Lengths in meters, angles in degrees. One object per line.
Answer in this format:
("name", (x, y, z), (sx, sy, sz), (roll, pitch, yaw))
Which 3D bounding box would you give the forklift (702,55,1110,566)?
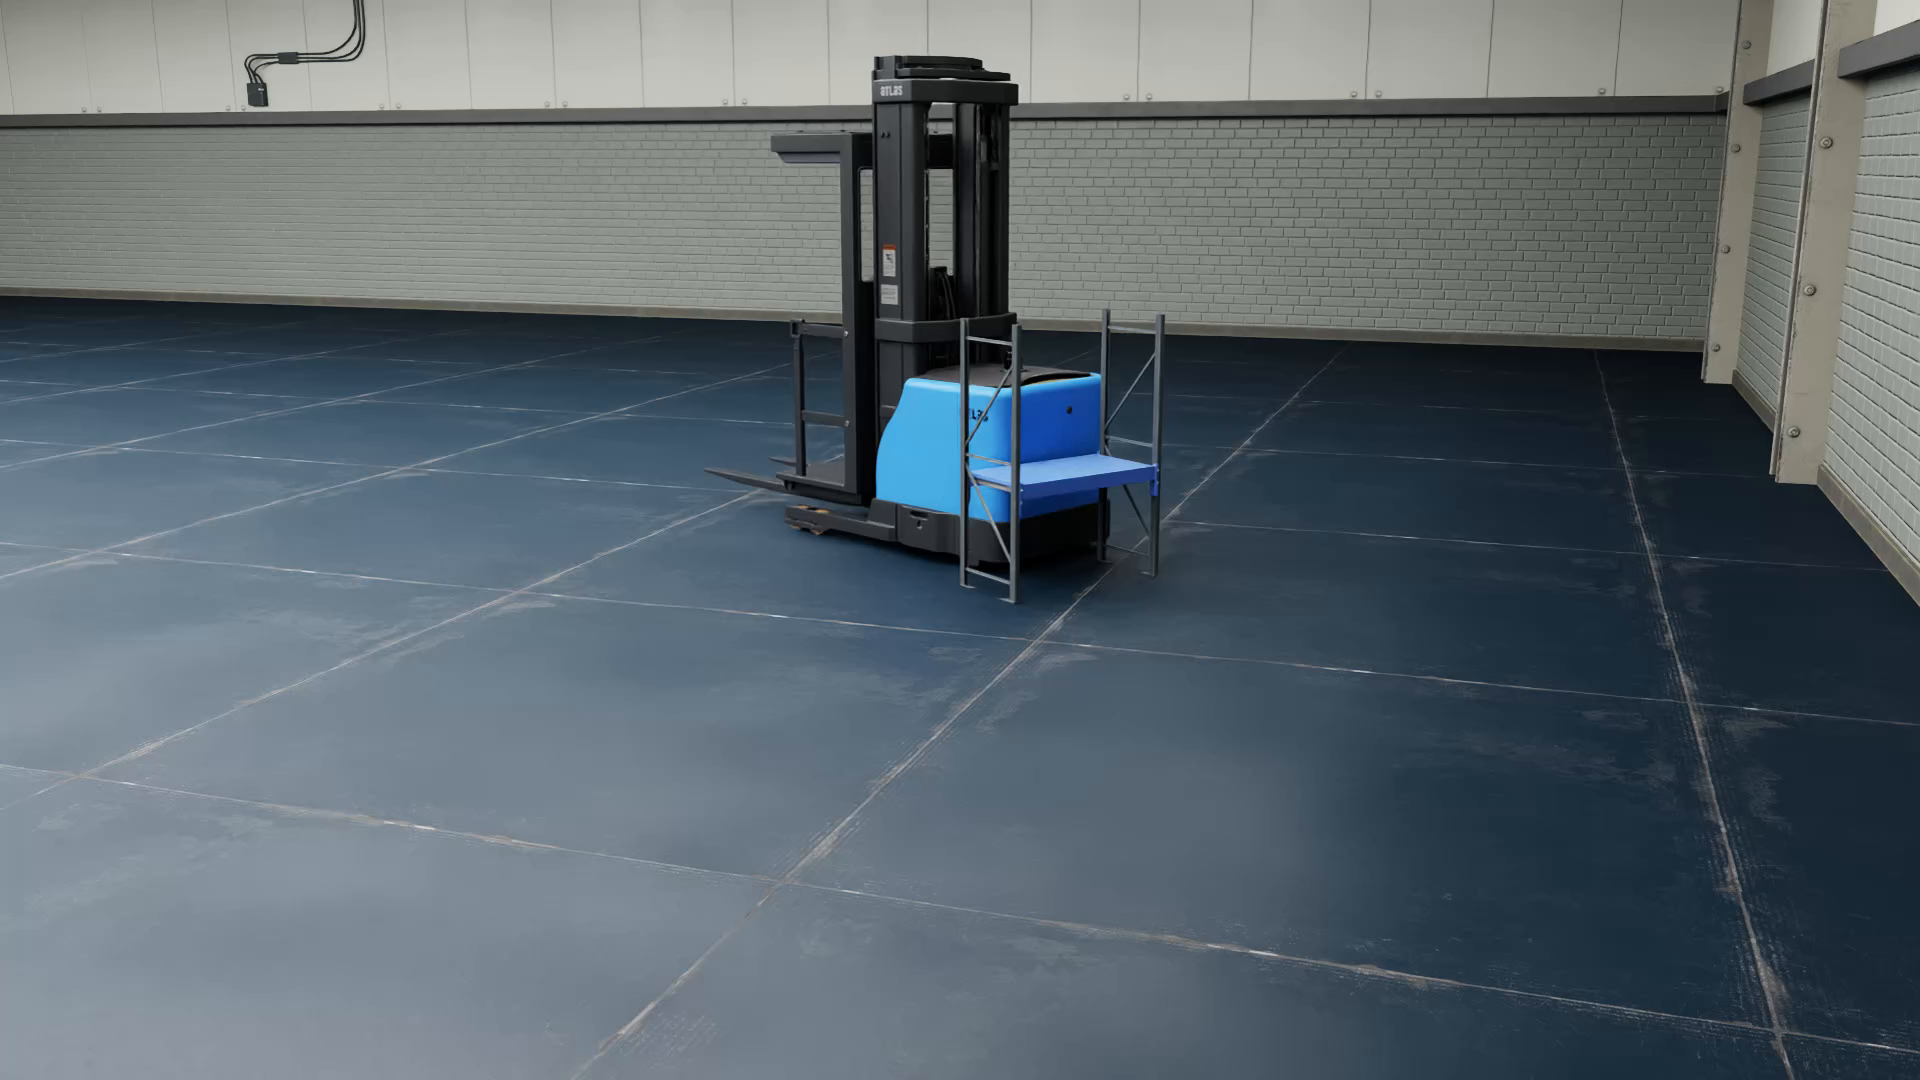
("forklift", (-0.488, -1.533, 10.616), (3.031, 2.935, 1.130), (12, 18, 42))

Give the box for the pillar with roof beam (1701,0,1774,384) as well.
("pillar with roof beam", (4.148, -6.420, 18.393), (9.100, 9.000, 0.400), (4, 14, 18))

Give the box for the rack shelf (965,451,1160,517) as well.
("rack shelf", (0.570, -0.322, 9.335), (1.000, 0.185, 0.538), (-9, 16, -35))

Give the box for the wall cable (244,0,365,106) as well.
("wall cable", (-10.402, -9.874, 25.884), (2.305, 6.003, 0.169), (4, 14, 18))

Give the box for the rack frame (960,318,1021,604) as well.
("rack frame", (0.160, -0.430, 9.002), (0.032, 1.500, 0.500), (-9, 16, -35))

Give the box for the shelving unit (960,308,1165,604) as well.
("shelving unit", (0.570, -0.497, 9.295), (1.048, 1.500, 0.538), (-9, 16, -35))

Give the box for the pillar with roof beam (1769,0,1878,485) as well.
("pillar with roof beam", (2.206, -5.157, 12.858), (9.100, 9.000, 0.400), (4, 14, 18))

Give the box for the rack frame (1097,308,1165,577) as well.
("rack frame", (0.980, -0.564, 9.589), (0.032, 1.500, 0.500), (-9, 16, -35))
